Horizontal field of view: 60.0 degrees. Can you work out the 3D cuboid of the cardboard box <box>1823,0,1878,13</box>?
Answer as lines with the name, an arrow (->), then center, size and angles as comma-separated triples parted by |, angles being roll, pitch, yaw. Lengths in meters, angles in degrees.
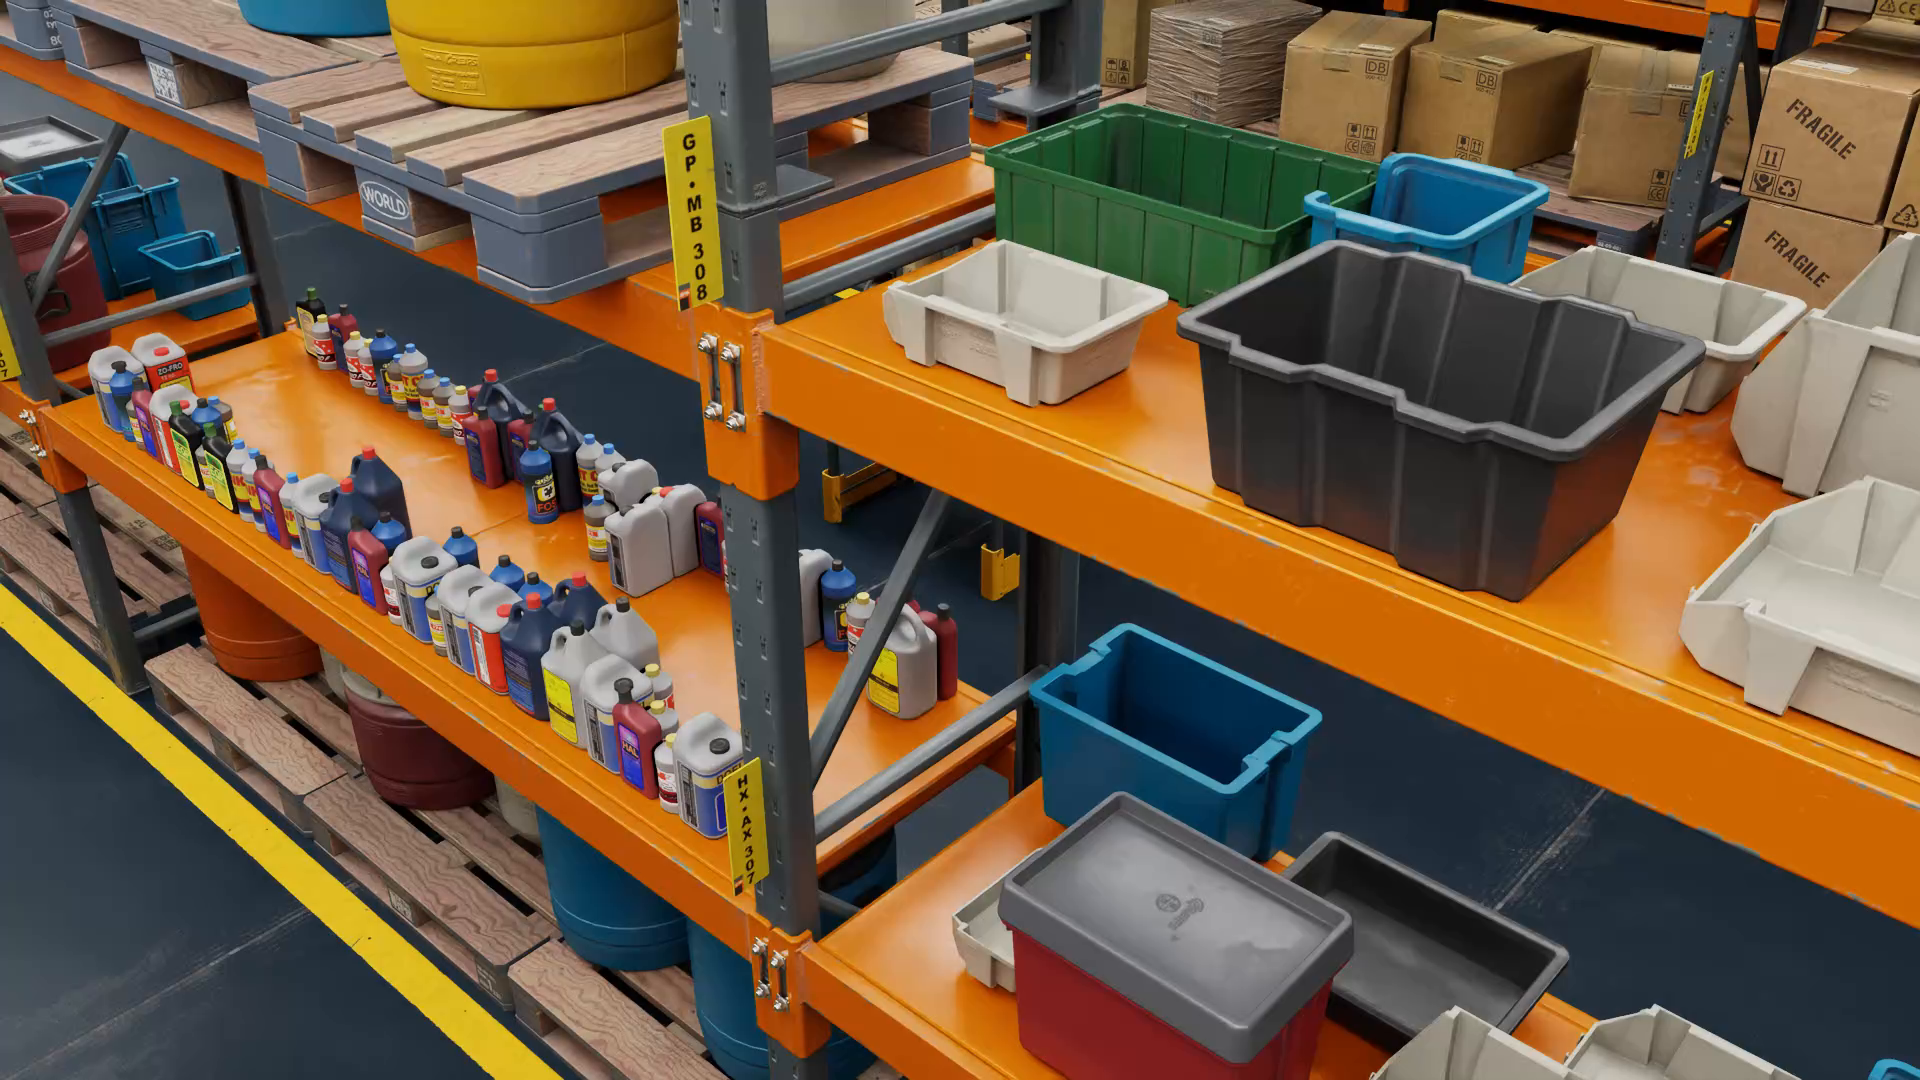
cardboard box -> 5.667, -3.680, 10.549 | 0.500, 0.500, 0.500 | 25, 39, 35

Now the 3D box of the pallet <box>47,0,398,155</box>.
pallet -> -1.575, -1.306, 4.285 | 1.213, 0.211, 1.003 | 25, 39, 35

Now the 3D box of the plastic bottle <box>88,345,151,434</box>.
plastic bottle -> -2.947, -0.534, 5.849 | 0.135, 0.276, 0.152 | 25, 39, 35

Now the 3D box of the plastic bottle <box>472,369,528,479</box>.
plastic bottle -> -1.527, -0.396, 5.547 | 0.185, 0.351, 0.144 | 25, 39, 35

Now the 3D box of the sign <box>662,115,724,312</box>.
sign -> -0.455, -0.555, 2.847 | 0.005, 0.325, 0.100 | 25, 39, 35

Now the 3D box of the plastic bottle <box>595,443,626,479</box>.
plastic bottle -> -1.098, -0.178, 5.262 | 0.097, 0.271, 0.097 | 0, 31, 0

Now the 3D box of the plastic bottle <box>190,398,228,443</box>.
plastic bottle -> -2.495, -0.345, 5.539 | 0.097, 0.271, 0.097 | 0, 31, 0

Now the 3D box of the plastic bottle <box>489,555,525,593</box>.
plastic bottle -> -1.269, 0.165, 4.693 | 0.097, 0.271, 0.097 | 0, 31, 0

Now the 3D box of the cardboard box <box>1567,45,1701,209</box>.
cardboard box -> 3.041, -1.841, 7.396 | 0.500, 0.500, 0.700 | 12, 33, 19

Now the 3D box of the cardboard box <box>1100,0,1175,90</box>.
cardboard box -> 0.819, -2.801, 8.991 | 0.500, 0.500, 0.700 | 12, 33, 19

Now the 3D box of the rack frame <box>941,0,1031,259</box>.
rack frame -> 0.276, -2.753, 9.415 | 0.127, 3.000, 1.000 | 25, 39, 35

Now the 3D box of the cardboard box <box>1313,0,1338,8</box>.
cardboard box -> 2.725, -4.218, 13.846 | 0.500, 0.500, 0.700 | 25, 39, 35

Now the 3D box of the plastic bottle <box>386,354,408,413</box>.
plastic bottle -> -2.003, -0.571, 5.982 | 0.097, 0.201, 0.097 | 0, 31, 0

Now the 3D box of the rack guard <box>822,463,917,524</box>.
rack guard -> -0.426, -0.306, 8.016 | 0.087, 0.250, 0.587 | 25, 39, 35

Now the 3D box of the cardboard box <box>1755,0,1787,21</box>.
cardboard box -> 5.386, -3.538, 10.943 | 0.250, 0.149, 0.380 | 25, 39, 35

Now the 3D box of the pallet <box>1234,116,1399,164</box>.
pallet -> 1.721, -2.000, 8.350 | 1.213, 0.211, 1.003 | 25, 39, 35

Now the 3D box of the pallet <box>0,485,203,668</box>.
pallet -> -3.599, 0.051, 7.460 | 1.213, 0.211, 1.003 | 25, 39, 35

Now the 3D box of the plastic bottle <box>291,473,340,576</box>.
plastic bottle -> -1.918, -0.054, 5.052 | 0.135, 0.276, 0.152 | 25, 39, 35

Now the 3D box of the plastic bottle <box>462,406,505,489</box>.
plastic bottle -> -1.577, -0.319, 5.485 | 0.133, 0.283, 0.061 | 25, 39, 35

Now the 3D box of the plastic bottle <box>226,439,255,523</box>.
plastic bottle -> -2.266, -0.195, 5.291 | 0.097, 0.271, 0.097 | 0, 31, 0

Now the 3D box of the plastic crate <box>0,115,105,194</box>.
plastic crate -> -4.043, -1.564, 7.378 | 0.583, 0.464, 0.402 | 25, 39, 35

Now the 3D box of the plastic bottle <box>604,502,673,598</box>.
plastic bottle -> -0.961, 0.009, 4.947 | 0.135, 0.276, 0.152 | 25, 39, 35

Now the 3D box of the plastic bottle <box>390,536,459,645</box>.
plastic bottle -> -1.510, 0.136, 4.735 | 0.135, 0.276, 0.152 | 25, 39, 35

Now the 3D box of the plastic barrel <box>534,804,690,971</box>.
plastic barrel -> -1.002, 0.803, 5.135 | 0.708, 0.901, 0.600 | 25, 39, 35

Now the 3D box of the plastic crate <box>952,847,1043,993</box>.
plastic crate -> 0.164, 0.827, 3.666 | 0.243, 0.136, 0.396 | 25, 39, 35

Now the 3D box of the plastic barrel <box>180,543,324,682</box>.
plastic barrel -> -2.676, 0.052, 6.452 | 0.708, 0.830, 0.600 | 25, 39, 35

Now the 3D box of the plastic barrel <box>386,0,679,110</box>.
plastic barrel -> -0.898, -1.260, 3.437 | 0.600, 0.588, 0.600 | 0, 31, 0

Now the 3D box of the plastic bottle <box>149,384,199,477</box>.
plastic bottle -> -2.604, -0.374, 5.583 | 0.135, 0.276, 0.152 | 25, 39, 35

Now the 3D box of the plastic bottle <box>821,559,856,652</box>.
plastic bottle -> -0.339, 0.176, 4.674 | 0.097, 0.271, 0.097 | 0, 31, 0

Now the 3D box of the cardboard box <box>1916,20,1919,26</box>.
cardboard box -> 6.122, -3.174, 10.339 | 0.250, 0.149, 0.380 | 25, 39, 36

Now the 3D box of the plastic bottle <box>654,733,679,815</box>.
plastic bottle -> -0.698, 0.567, 4.093 | 0.097, 0.201, 0.097 | 0, 31, 0

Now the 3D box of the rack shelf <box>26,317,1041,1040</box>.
rack shelf -> -1.568, 0.140, 5.307 | 4.000, 0.370, 1.077 | 25, 39, 35

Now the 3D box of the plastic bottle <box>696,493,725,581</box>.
plastic bottle -> -0.729, -0.024, 4.994 | 0.133, 0.283, 0.061 | 25, 39, 35

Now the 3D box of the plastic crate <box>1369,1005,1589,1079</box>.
plastic crate -> 0.924, 1.148, 2.992 | 0.530, 0.282, 0.437 | 25, 39, 35

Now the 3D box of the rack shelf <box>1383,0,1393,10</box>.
rack shelf -> 2.114, -5.033, 13.899 | 4.000, 0.370, 1.077 | 25, 39, 35

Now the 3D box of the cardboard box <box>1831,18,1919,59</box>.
cardboard box -> 3.790, -1.764, 6.706 | 0.500, 0.500, 0.500 | 25, 39, 35

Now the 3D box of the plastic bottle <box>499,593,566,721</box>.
plastic bottle -> -1.123, 0.288, 4.411 | 0.185, 0.351, 0.144 | 25, 39, 35

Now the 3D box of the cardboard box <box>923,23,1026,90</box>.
cardboard box -> 0.036, -2.858, 9.675 | 0.500, 0.311, 0.500 | -27, 40, -37

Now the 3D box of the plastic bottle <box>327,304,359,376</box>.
plastic bottle -> -2.293, -0.754, 6.207 | 0.133, 0.283, 0.061 | 25, 39, 35

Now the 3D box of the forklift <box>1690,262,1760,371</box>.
forklift -> 4.876, -2.301, 8.731 | 3.031, 2.935, 1.130 | 26, 40, 36

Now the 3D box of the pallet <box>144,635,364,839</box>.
pallet -> -2.438, 0.591, 6.563 | 1.213, 0.211, 1.003 | 25, 39, 35

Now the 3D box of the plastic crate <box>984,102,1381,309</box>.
plastic crate -> 0.432, -0.639, 3.201 | 0.662, 0.188, 0.450 | 25, 39, 35

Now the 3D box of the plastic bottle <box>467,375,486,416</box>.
plastic bottle -> -1.617, -0.438, 5.682 | 0.133, 0.283, 0.061 | 25, 39, 35

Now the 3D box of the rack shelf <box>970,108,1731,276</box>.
rack shelf -> 1.759, -1.753, 8.451 | 4.000, 0.370, 1.077 | 25, 39, 35

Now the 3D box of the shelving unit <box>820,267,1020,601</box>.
shelving unit -> -0.057, -0.669, 7.407 | 1.083, 1.500, 0.587 | 25, 39, 35
